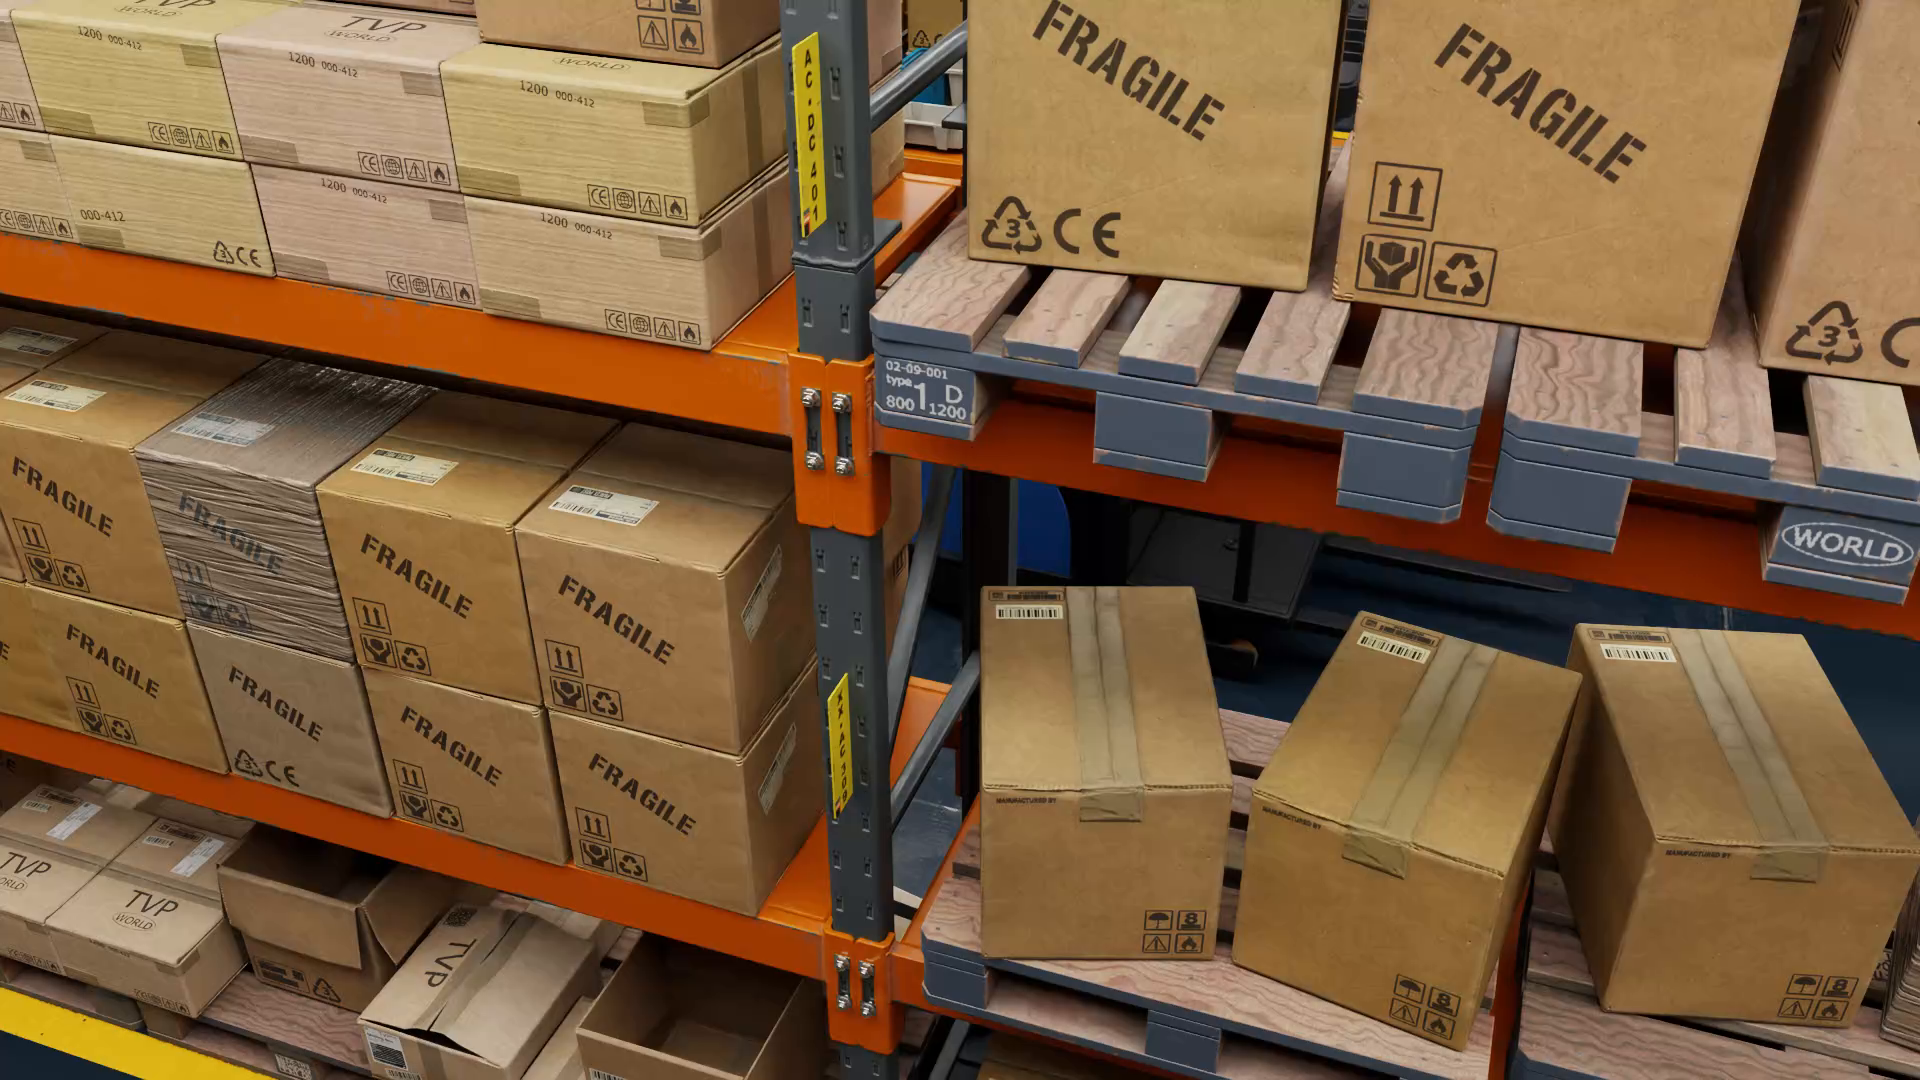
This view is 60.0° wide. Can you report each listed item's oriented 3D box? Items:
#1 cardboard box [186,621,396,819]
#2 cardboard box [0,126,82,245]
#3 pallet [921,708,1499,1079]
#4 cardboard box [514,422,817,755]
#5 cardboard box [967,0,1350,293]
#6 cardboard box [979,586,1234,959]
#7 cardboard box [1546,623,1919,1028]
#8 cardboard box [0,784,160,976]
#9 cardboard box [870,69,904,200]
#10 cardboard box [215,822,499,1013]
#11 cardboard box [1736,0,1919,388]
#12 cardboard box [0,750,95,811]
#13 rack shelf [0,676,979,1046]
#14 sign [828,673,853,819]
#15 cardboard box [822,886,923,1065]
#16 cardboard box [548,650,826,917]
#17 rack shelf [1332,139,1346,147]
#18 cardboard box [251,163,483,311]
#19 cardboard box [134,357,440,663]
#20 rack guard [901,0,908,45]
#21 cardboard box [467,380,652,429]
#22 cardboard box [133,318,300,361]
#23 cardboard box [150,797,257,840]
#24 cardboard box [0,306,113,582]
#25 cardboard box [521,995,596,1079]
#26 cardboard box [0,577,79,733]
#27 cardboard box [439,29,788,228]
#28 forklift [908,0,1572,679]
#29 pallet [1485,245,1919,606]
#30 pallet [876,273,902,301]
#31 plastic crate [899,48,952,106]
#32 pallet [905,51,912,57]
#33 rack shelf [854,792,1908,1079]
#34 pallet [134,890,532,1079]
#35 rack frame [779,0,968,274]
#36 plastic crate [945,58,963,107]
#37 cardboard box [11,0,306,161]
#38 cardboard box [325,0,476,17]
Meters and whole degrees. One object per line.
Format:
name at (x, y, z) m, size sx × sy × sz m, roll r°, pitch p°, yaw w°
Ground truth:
cardboard box at (-1.602, 0.333, 4.377) m, size 0.500 × 0.500 × 0.500 m, roll 12°, pitch 35°, yaw 18°
cardboard box at (-2.032, -0.907, 3.762) m, size 0.500 × 0.250 × 0.500 m, roll 11°, pitch 34°, yaw 16°
pallet at (0.641, 0.804, 3.916) m, size 1.213 × 0.211 × 1.003 m, roll 11°, pitch 34°, yaw 16°
cardboard box at (-0.638, 0.099, 3.817) m, size 0.500 × 0.500 × 0.500 m, roll 11°, pitch 34°, yaw 17°
cardboard box at (0.375, -0.869, 2.994) m, size 0.600 × 0.600 × 0.600 m, roll 8°, pitch 34°, yaw 12°
cardboard box at (0.296, 0.504, 3.725) m, size 0.500 × 0.500 × 0.700 m, roll 0°, pitch 33°, yaw 0°
cardboard box at (1.609, 0.595, 3.584) m, size 0.500 × 0.500 × 0.700 m, roll 3°, pitch 33°, yaw 4°
cardboard box at (-2.953, 1.096, 5.417) m, size 0.500 × 0.250 × 0.500 m, roll 11°, pitch 34°, yaw 16°
cardboard box at (-0.449, -0.891, 3.737) m, size 0.500 × 0.250 × 0.500 m, roll 11°, pitch 34°, yaw 16°
cardboard box at (-1.845, 1.044, 5.263) m, size 0.637 × 0.503 × 0.797 m, roll 11°, pitch 34°, yaw 16°
cardboard box at (1.631, -0.627, 2.618) m, size 0.600 × 0.600 × 0.600 m, roll 10°, pitch 34°, yaw 15°
cardboard box at (-3.245, 0.629, 5.910) m, size 0.500 × 0.500 × 0.500 m, roll 11°, pitch 34°, yaw 16°
rack shelf at (-1.957, 0.458, 4.939) m, size 4.000 × 0.370 × 1.077 m, roll 11°, pitch 34°, yaw 16°
sign at (-0.250, 0.436, 3.511) m, size 0.005 × 0.325 × 0.100 m, roll 11°, pitch 34°, yaw 16°
cardboard box at (-0.397, 1.279, 5.077) m, size 0.500 × 0.311 × 0.500 m, roll 11°, pitch 34°, yaw 16°
cardboard box at (-0.632, 0.519, 4.088) m, size 0.500 × 0.500 × 0.500 m, roll 12°, pitch 35°, yaw 17°
rack shelf at (3.483, -1.339, 7.721) m, size 4.000 × 0.370 × 1.077 m, roll 11°, pitch 34°, yaw 16°
cardboard box at (-1.089, -0.726, 3.481) m, size 0.500 × 0.250 × 0.500 m, roll 11°, pitch 34°, yaw 16°
cardboard box at (-1.595, -0.086, 4.103) m, size 0.500 × 0.500 × 0.500 m, roll 11°, pitch 35°, yaw 17°
rack guard at (-0.517, -4.222, 13.829) m, size 0.348 × 0.500 × 1.175 m, roll 11°, pitch 34°, yaw 16°
cardboard box at (-0.909, -0.265, 4.380) m, size 0.500 × 0.500 × 0.500 m, roll 10°, pitch 34°, yaw 15°
cardboard box at (-1.879, -0.453, 4.672) m, size 0.500 × 0.500 × 0.500 m, roll 12°, pitch 35°, yaw 18°
cardboard box at (-2.361, 0.923, 5.685) m, size 0.500 × 0.250 × 0.500 m, roll 11°, pitch 34°, yaw 16°
cardboard box at (-2.547, -0.271, 4.390) m, size 0.500 × 0.500 × 0.500 m, roll 11°, pitch 35°, yaw 17°
cardboard box at (-1.080, 1.537, 4.827) m, size 0.250 × 0.149 × 0.380 m, roll 11°, pitch 34°, yaw 16°
cardboard box at (-2.552, 0.148, 4.663) m, size 0.500 × 0.500 × 0.500 m, roll 11°, pitch 34°, yaw 16°
cardboard box at (-0.624, -0.836, 3.191) m, size 0.500 × 0.250 × 0.500 m, roll 11°, pitch 34°, yaw 16°
forklift at (1.064, -0.986, 6.575) m, size 3.031 × 2.935 × 1.130 m, roll 12°, pitch 35°, yaw 18°
pallet at (1.493, -0.316, 2.882) m, size 1.003 × 0.211 × 1.213 m, roll 11°, pitch 34°, yaw 16°
pallet at (-0.258, -1.173, 9.372) m, size 1.213 × 0.211 × 1.003 m, roll 11°, pitch 34°, yaw 16°
plastic crate at (-0.146, -2.449, 8.877) m, size 0.300 × 0.233 × 0.416 m, roll 11°, pitch 34°, yaw 16°
pallet at (0.285, -3.990, 13.736) m, size 1.213 × 0.211 × 1.003 m, roll 11°, pitch 34°, yaw 16°
rack shelf at (1.808, 1.190, 3.805) m, size 4.000 × 0.370 × 1.077 m, roll 11°, pitch 34°, yaw 16°
pallet at (-1.873, 1.345, 5.473) m, size 1.213 × 0.211 × 1.003 m, roll 11°, pitch 34°, yaw 16°
rack frame at (-0.075, -1.999, 2.550) m, size 0.127 × 3.000 × 1.000 m, roll 11°, pitch 34°, yaw 16°
plastic crate at (0.225, -2.356, 8.687) m, size 0.530 × 0.282 × 0.437 m, roll 11°, pitch 34°, yaw 16°
cardboard box at (-1.563, -1.022, 3.479) m, size 0.500 × 0.250 × 0.500 m, roll 11°, pitch 34°, yaw 16°
cardboard box at (-0.968, -1.434, 3.426) m, size 0.500 × 0.500 × 0.700 m, roll 11°, pitch 34°, yaw 16°
